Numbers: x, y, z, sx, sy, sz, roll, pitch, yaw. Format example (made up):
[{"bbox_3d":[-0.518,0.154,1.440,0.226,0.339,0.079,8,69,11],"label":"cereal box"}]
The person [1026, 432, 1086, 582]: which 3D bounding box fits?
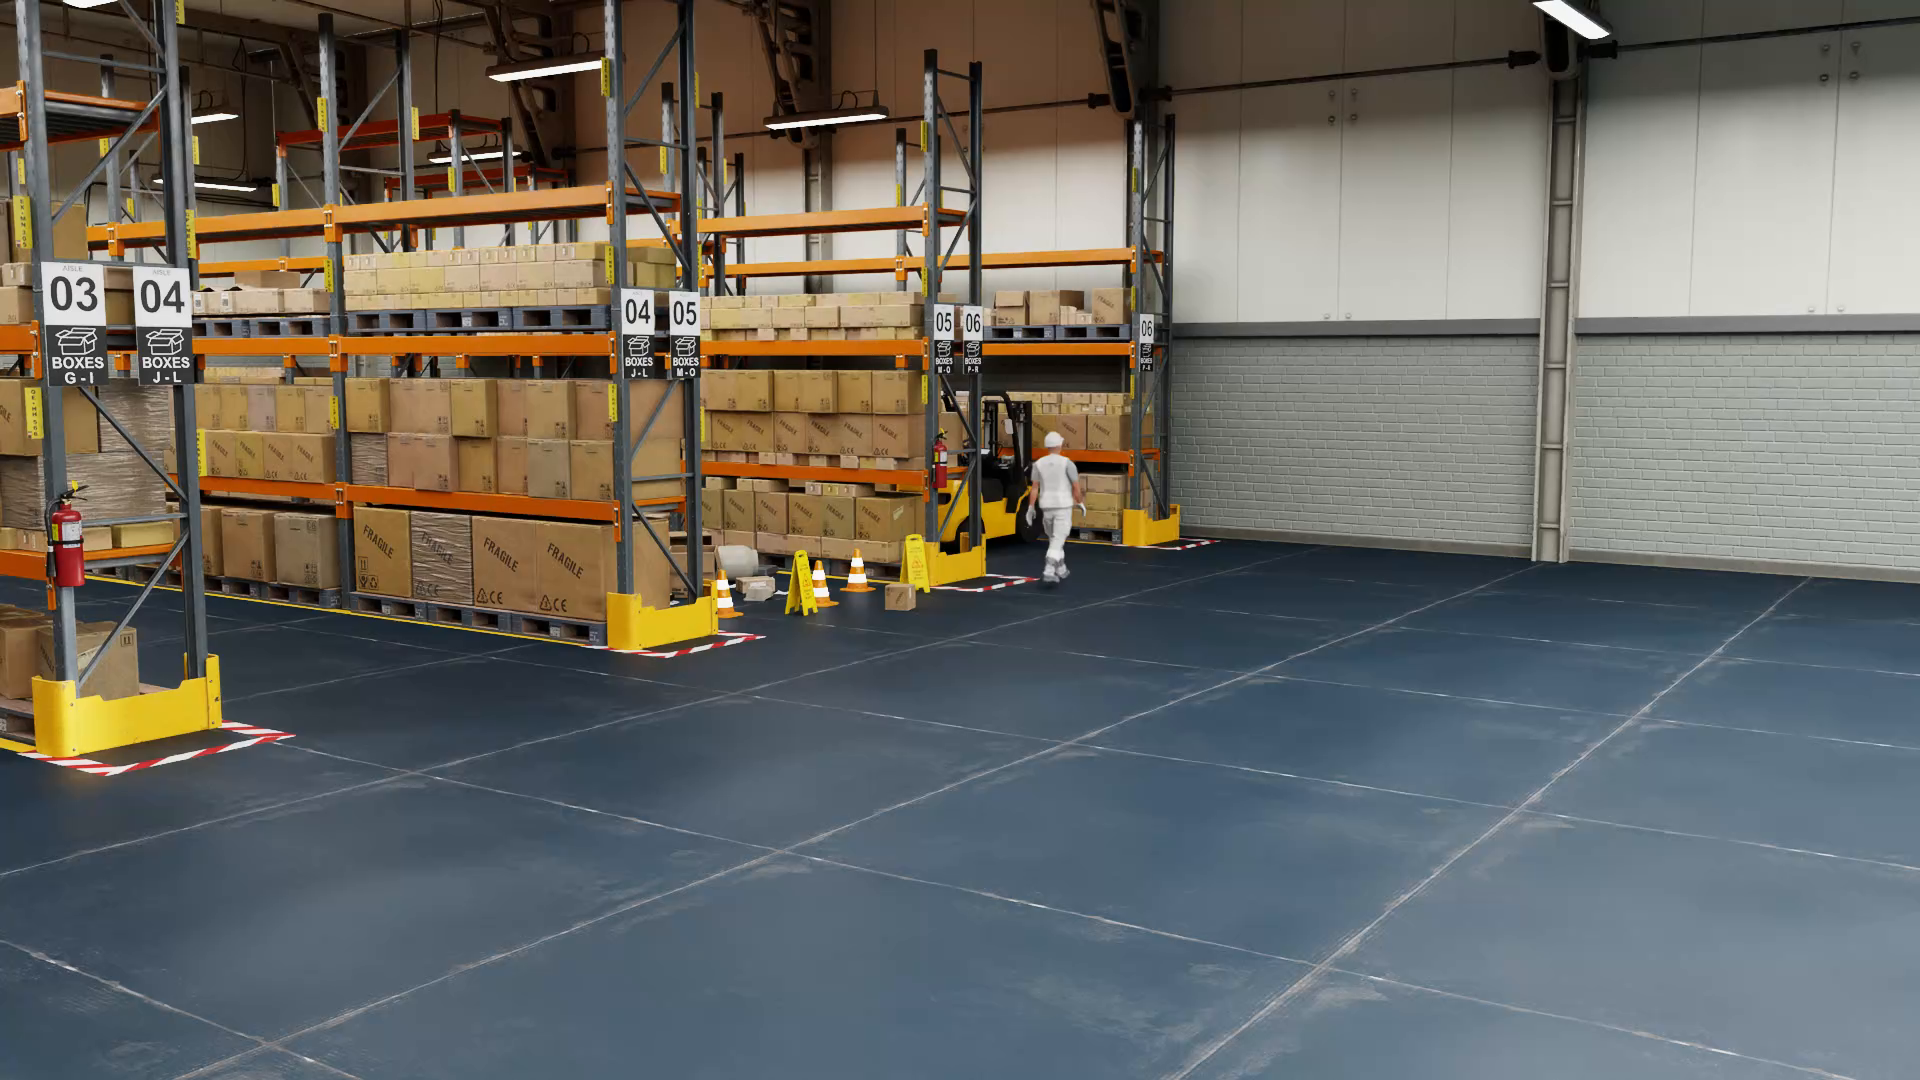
[{"bbox_3d":[1.120,-0.378,19.139,0.597,1.742,1.063,3,7,27],"label":"person"}]
